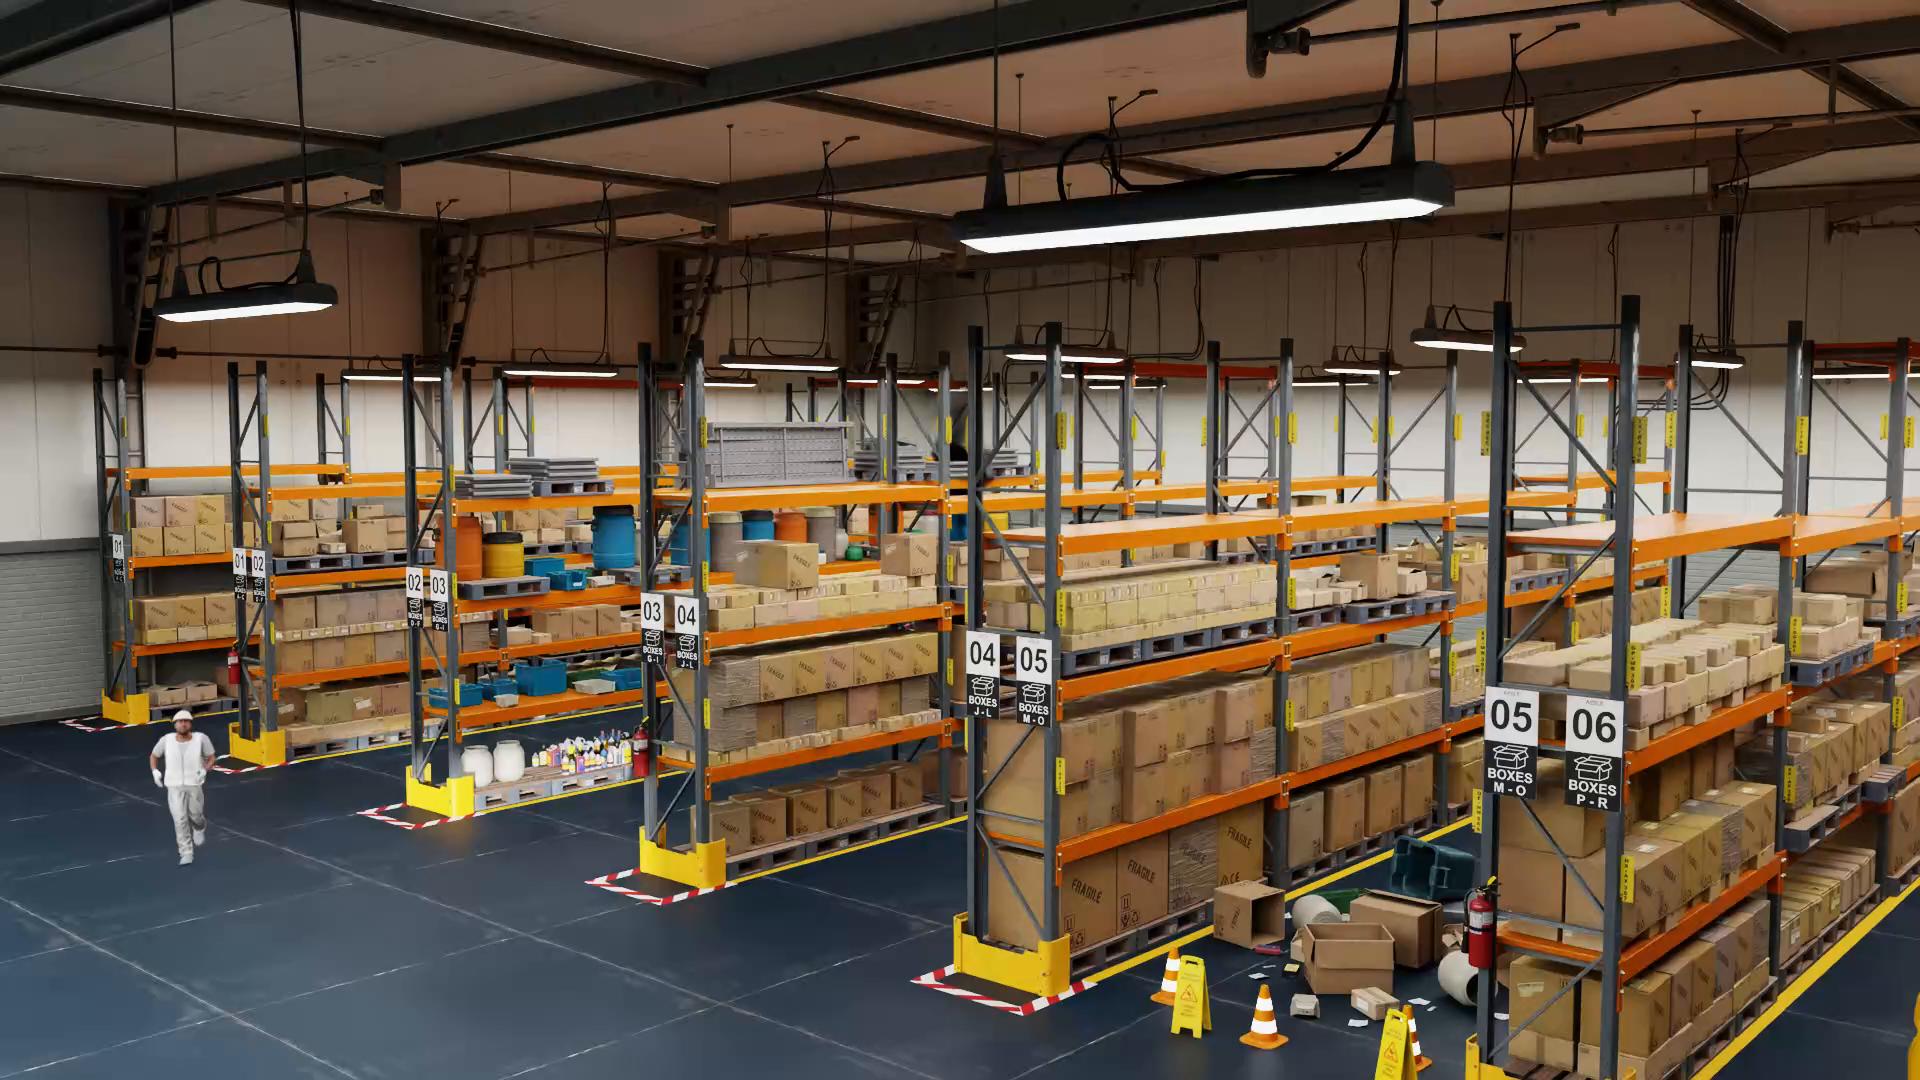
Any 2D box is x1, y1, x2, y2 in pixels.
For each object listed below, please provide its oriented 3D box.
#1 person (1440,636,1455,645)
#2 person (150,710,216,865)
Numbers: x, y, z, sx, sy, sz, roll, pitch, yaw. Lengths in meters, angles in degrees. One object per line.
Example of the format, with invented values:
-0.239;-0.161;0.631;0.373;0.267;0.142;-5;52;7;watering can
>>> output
7.681;2.384;26.054;0.678;1.844;0.864;4;6;42;person
-9.075;2.863;19.435;0.714;1.753;0.830;-2;5;-22;person
